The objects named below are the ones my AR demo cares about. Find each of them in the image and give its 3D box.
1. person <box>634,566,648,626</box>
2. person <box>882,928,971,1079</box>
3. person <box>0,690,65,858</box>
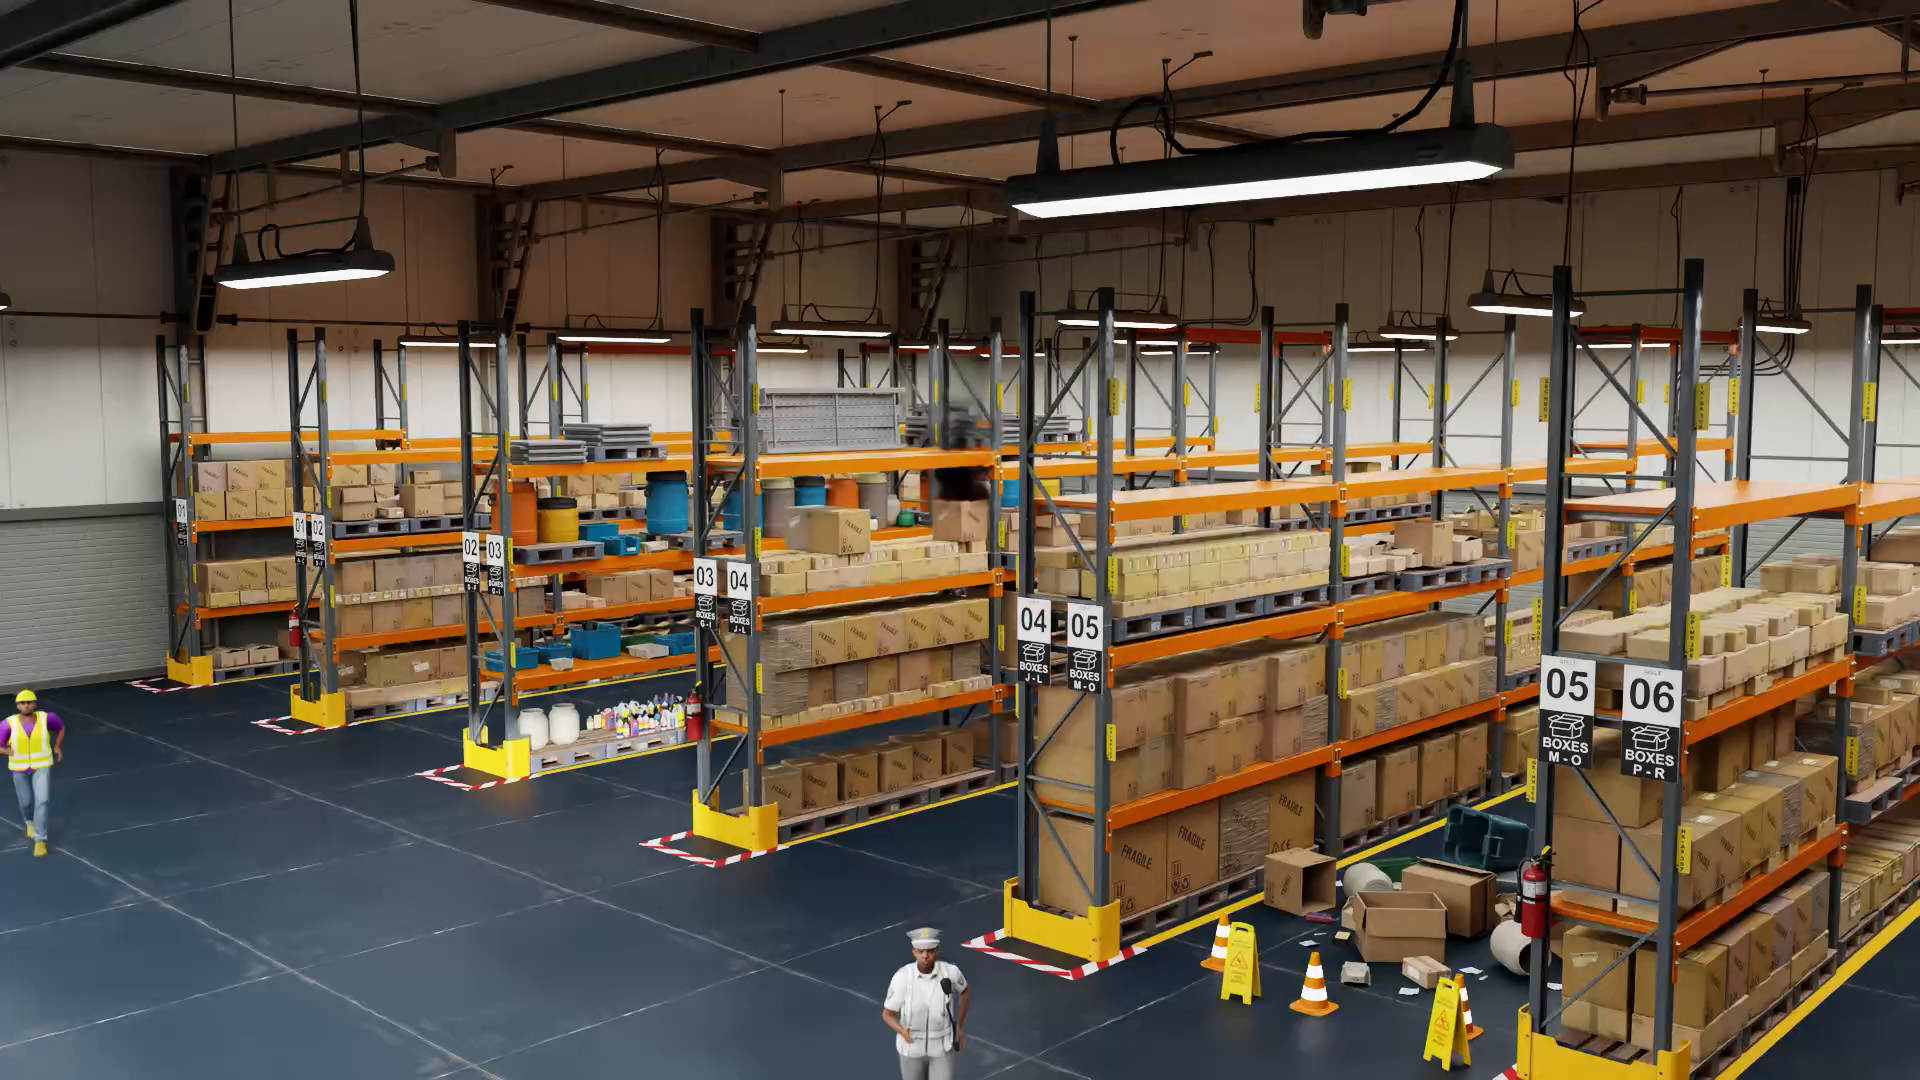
[{"bbox_3d":[-6.265,1.317,32.620,0.490,1.625,0.711,4,7,35],"label":"person"},{"bbox_3d":[-0.214,3.313,10.755,0.579,1.708,0.924,0,5,-1],"label":"person"},{"bbox_3d":[-10.299,2.542,18.421,0.694,1.788,0.957,-3,6,-26],"label":"person"}]
